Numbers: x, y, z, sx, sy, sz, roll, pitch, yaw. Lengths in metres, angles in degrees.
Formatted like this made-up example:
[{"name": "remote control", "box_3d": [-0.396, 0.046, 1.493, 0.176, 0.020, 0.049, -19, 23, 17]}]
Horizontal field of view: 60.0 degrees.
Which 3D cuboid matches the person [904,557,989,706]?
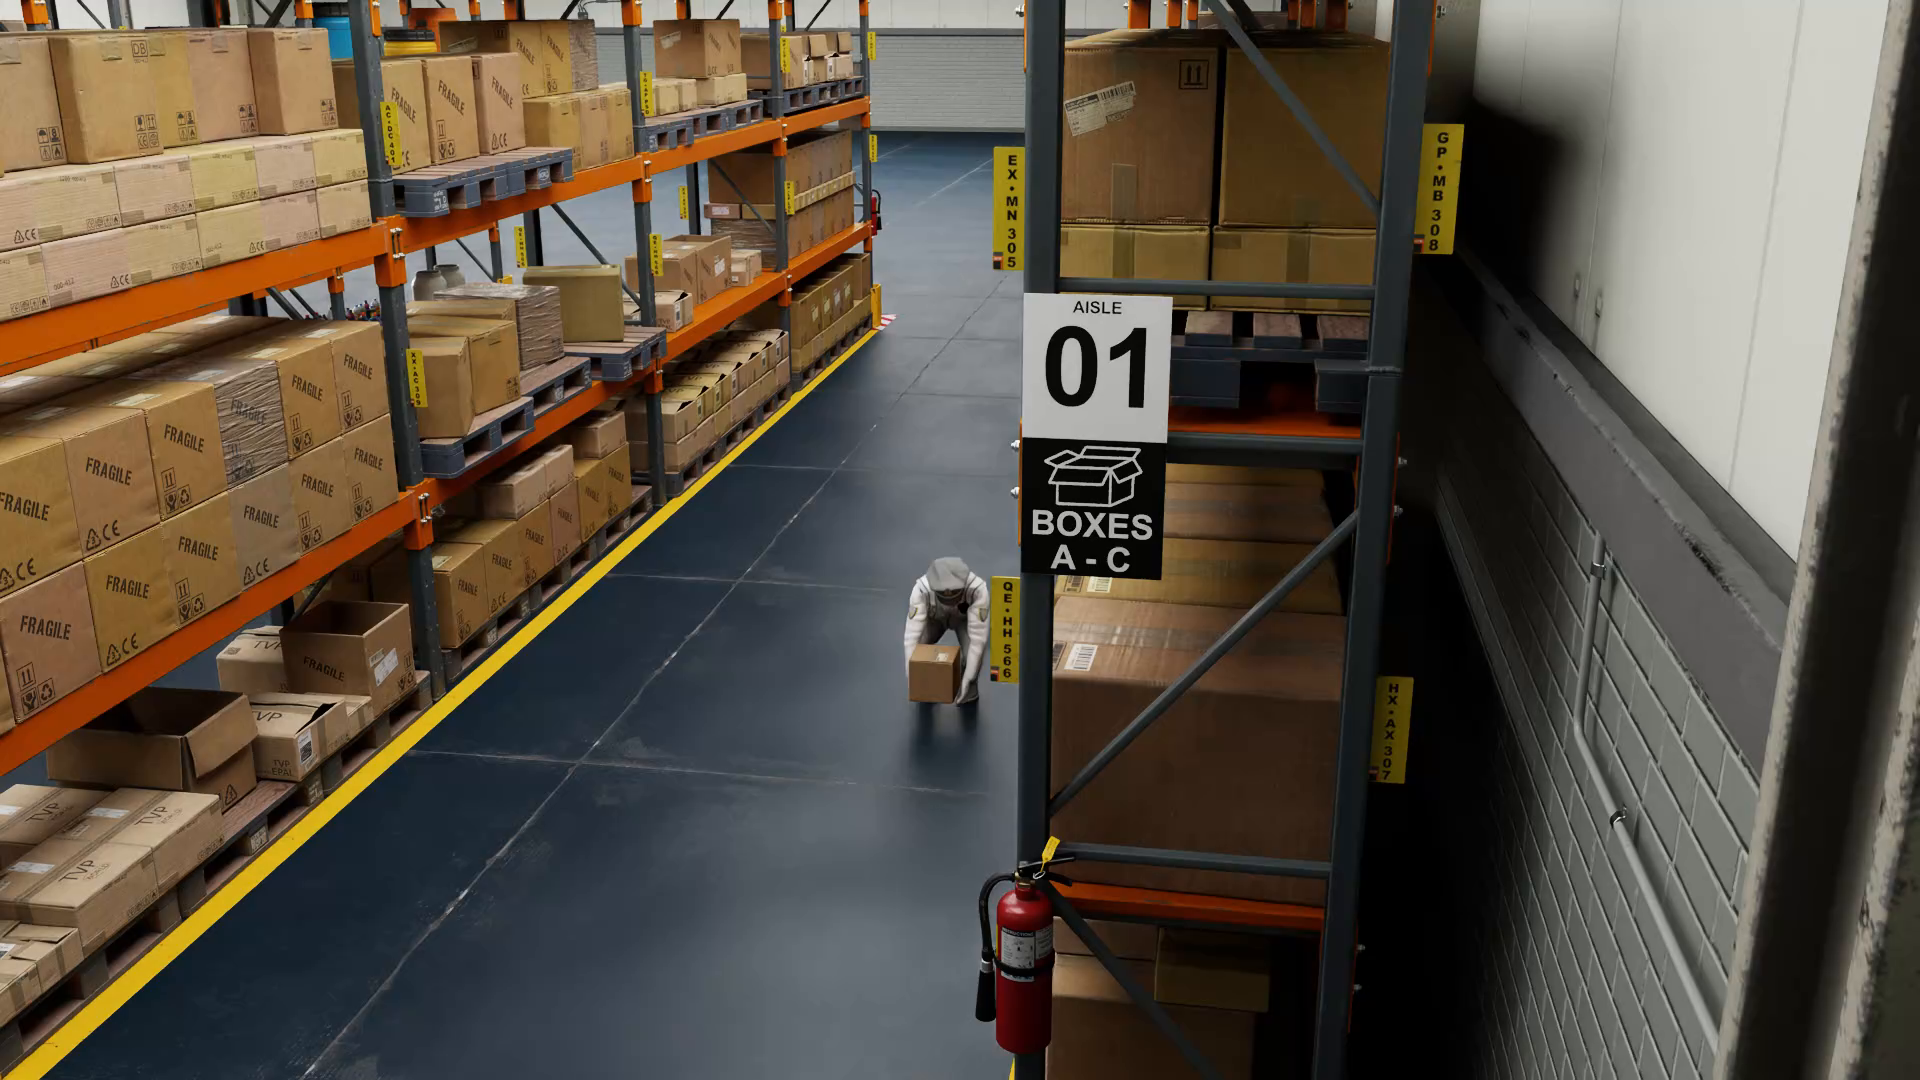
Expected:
[{"name": "person", "box_3d": [-0.061, 0.497, 9.655, 0.490, 0.974, 0.825, 3, 18, 8]}]
